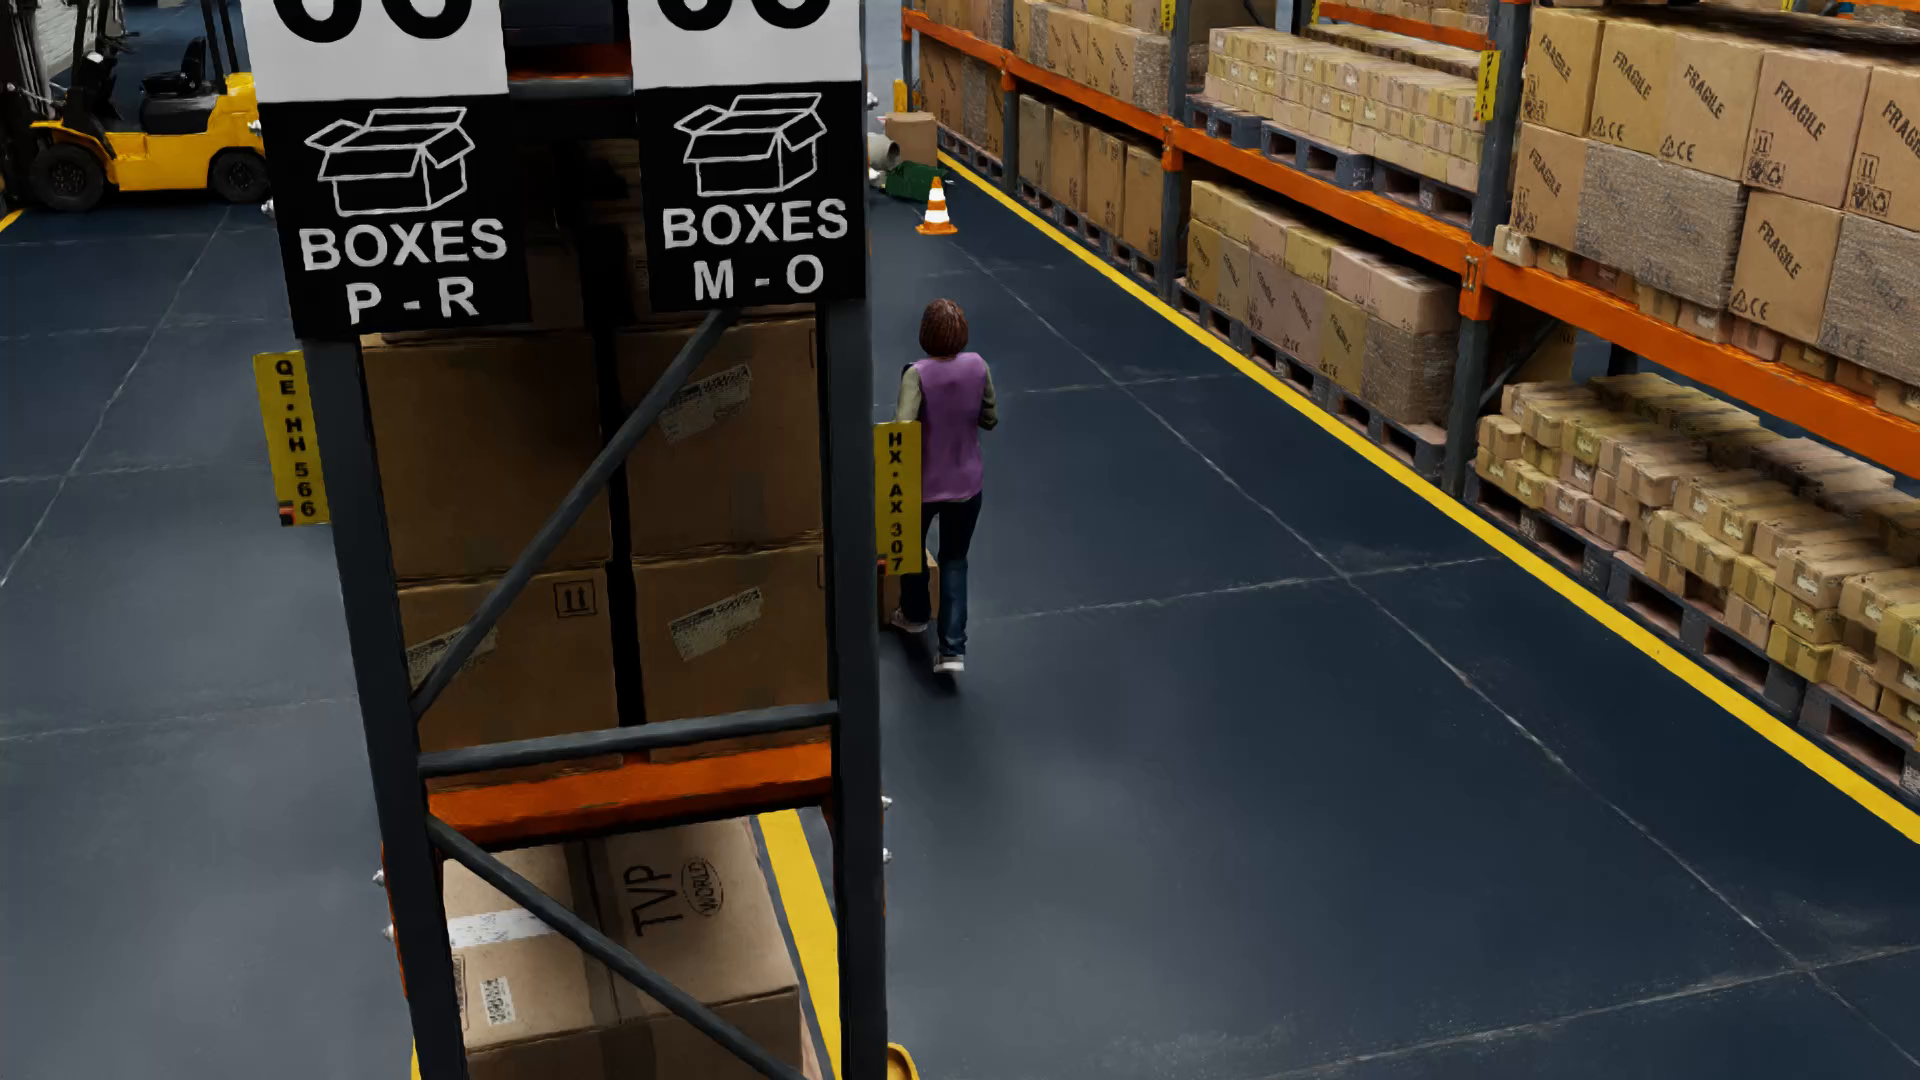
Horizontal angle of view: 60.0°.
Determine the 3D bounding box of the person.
[{"bbox_3d":[-0.109,-0.248,6.682,0.502,1.562,0.755,-5,24,-12],"label":"person"}]
